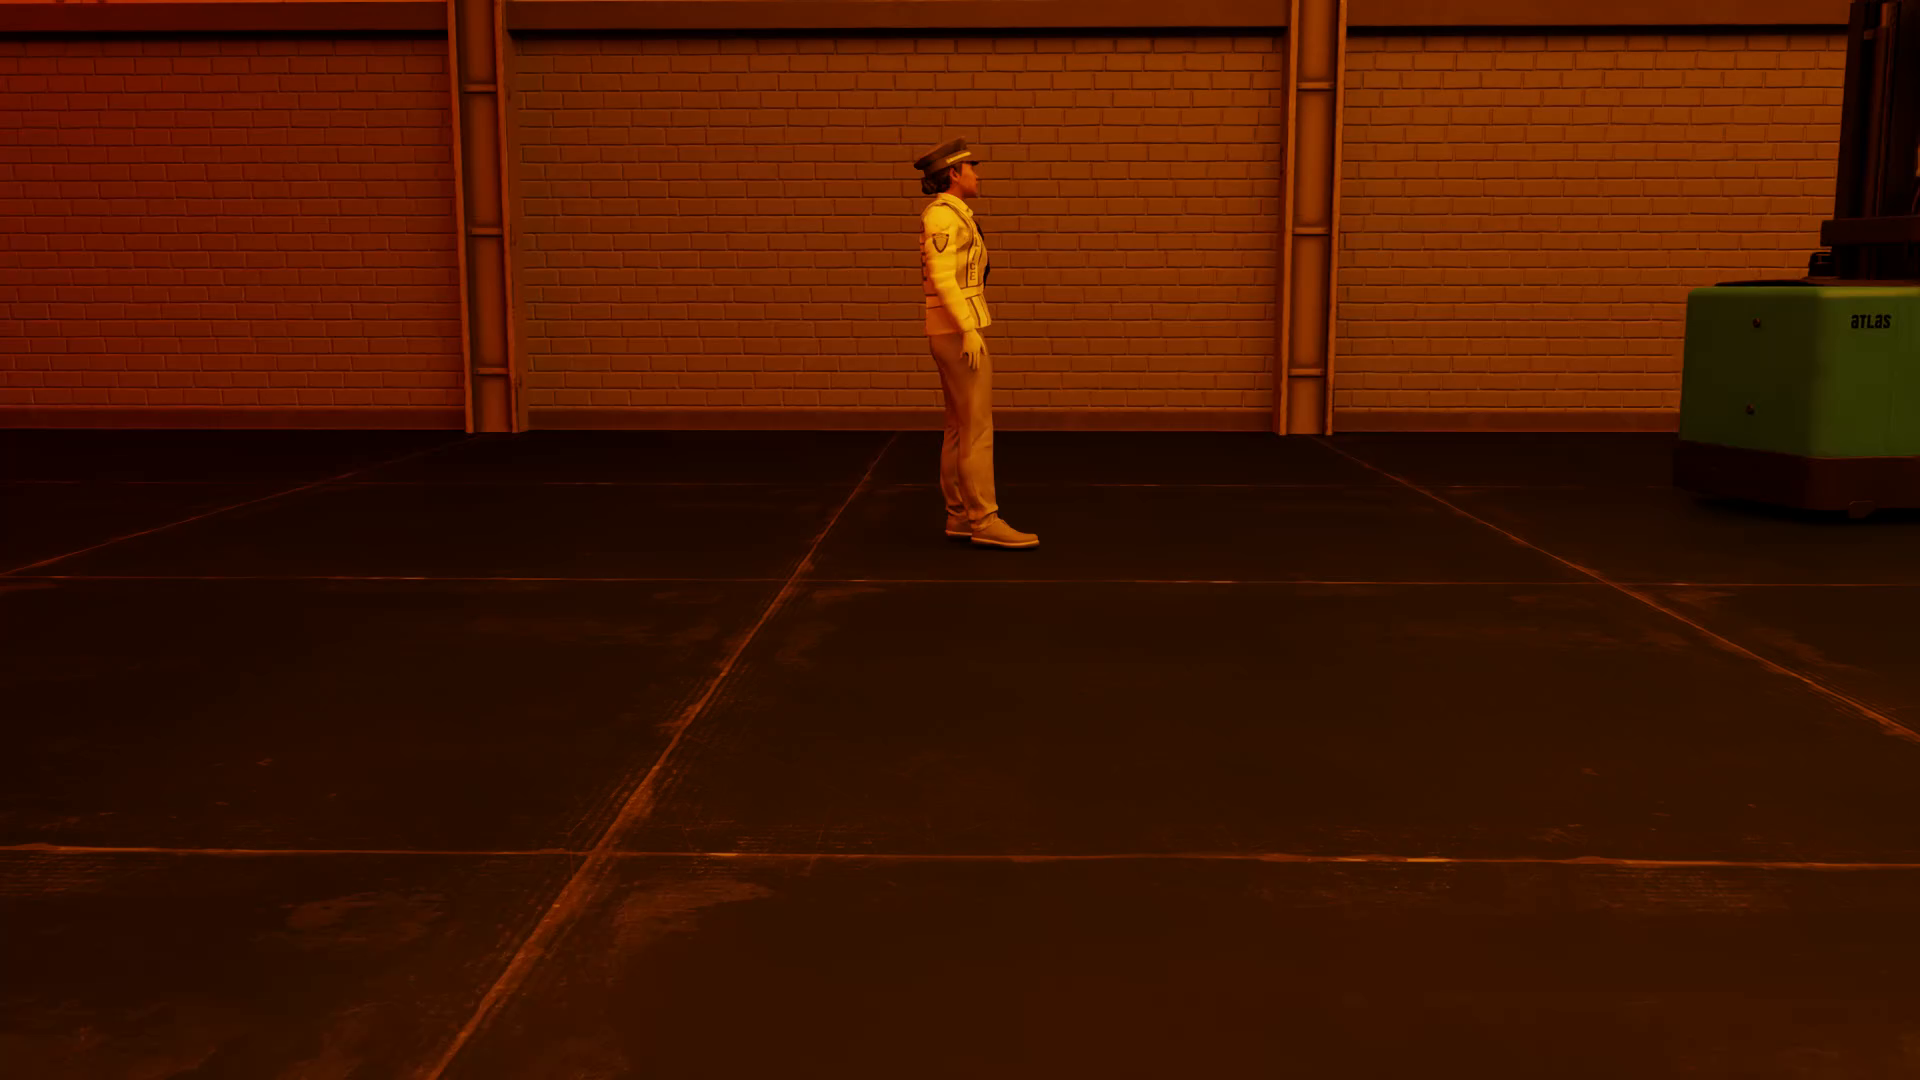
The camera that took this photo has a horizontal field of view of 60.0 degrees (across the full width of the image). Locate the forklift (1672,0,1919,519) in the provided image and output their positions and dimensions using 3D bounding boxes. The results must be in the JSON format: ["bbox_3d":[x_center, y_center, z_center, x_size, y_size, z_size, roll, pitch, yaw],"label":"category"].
[{"bbox_3d":[5.185,-1.639,8.152,3.031,2.935,1.130,-2,9,-14],"label":"forklift"}]

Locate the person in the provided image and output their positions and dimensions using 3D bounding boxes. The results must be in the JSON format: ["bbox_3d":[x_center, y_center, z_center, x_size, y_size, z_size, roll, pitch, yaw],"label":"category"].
[{"bbox_3d":[0.069,-0.843,6.989,0.530,1.694,0.586,0,9,1],"label":"person"}]
